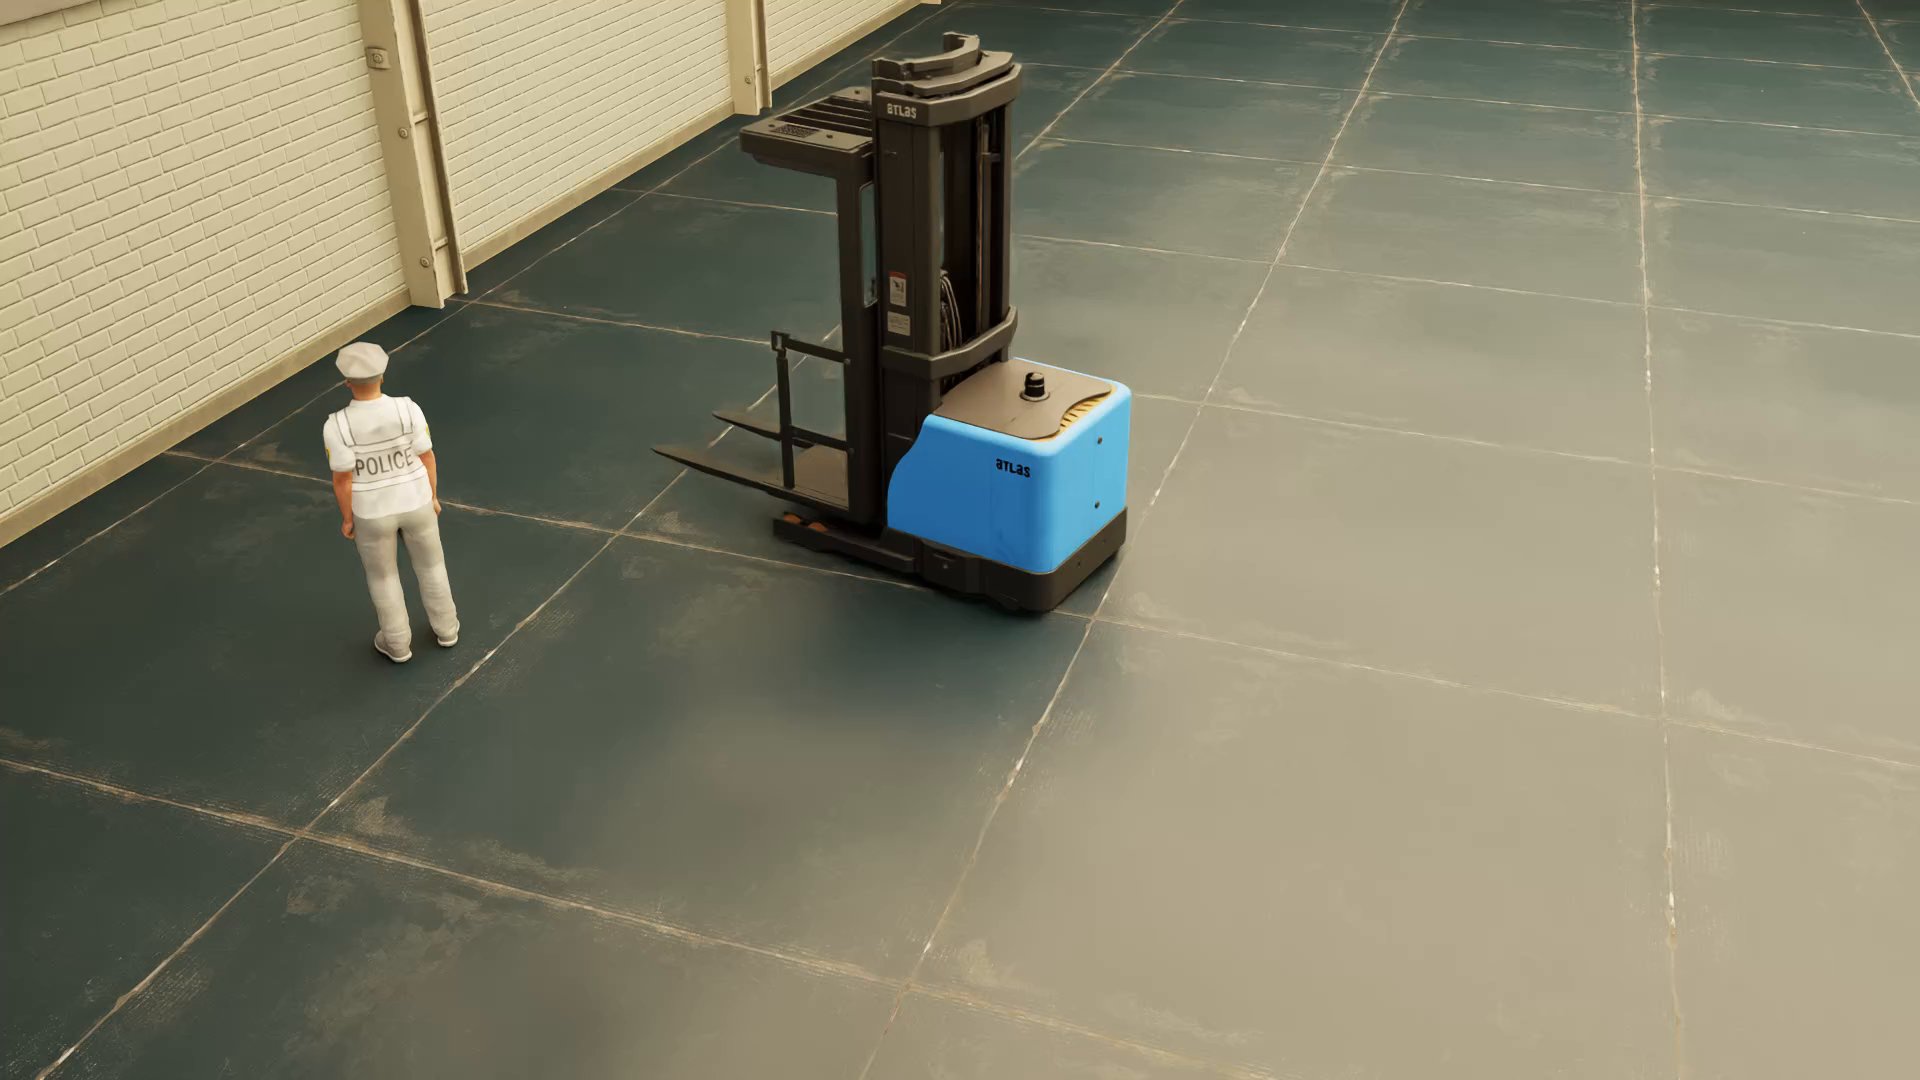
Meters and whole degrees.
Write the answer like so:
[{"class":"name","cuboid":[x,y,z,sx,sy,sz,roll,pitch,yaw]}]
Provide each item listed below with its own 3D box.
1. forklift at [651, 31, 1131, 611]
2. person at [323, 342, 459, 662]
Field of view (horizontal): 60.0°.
[{"class":"forklift","cuboid":[-0.531,-1.413,9.615,3.031,2.935,1.130,17,34,27]},{"class":"person","cuboid":[-2.966,-0.189,8.643,0.528,1.771,0.410,-17,34,-27]}]
